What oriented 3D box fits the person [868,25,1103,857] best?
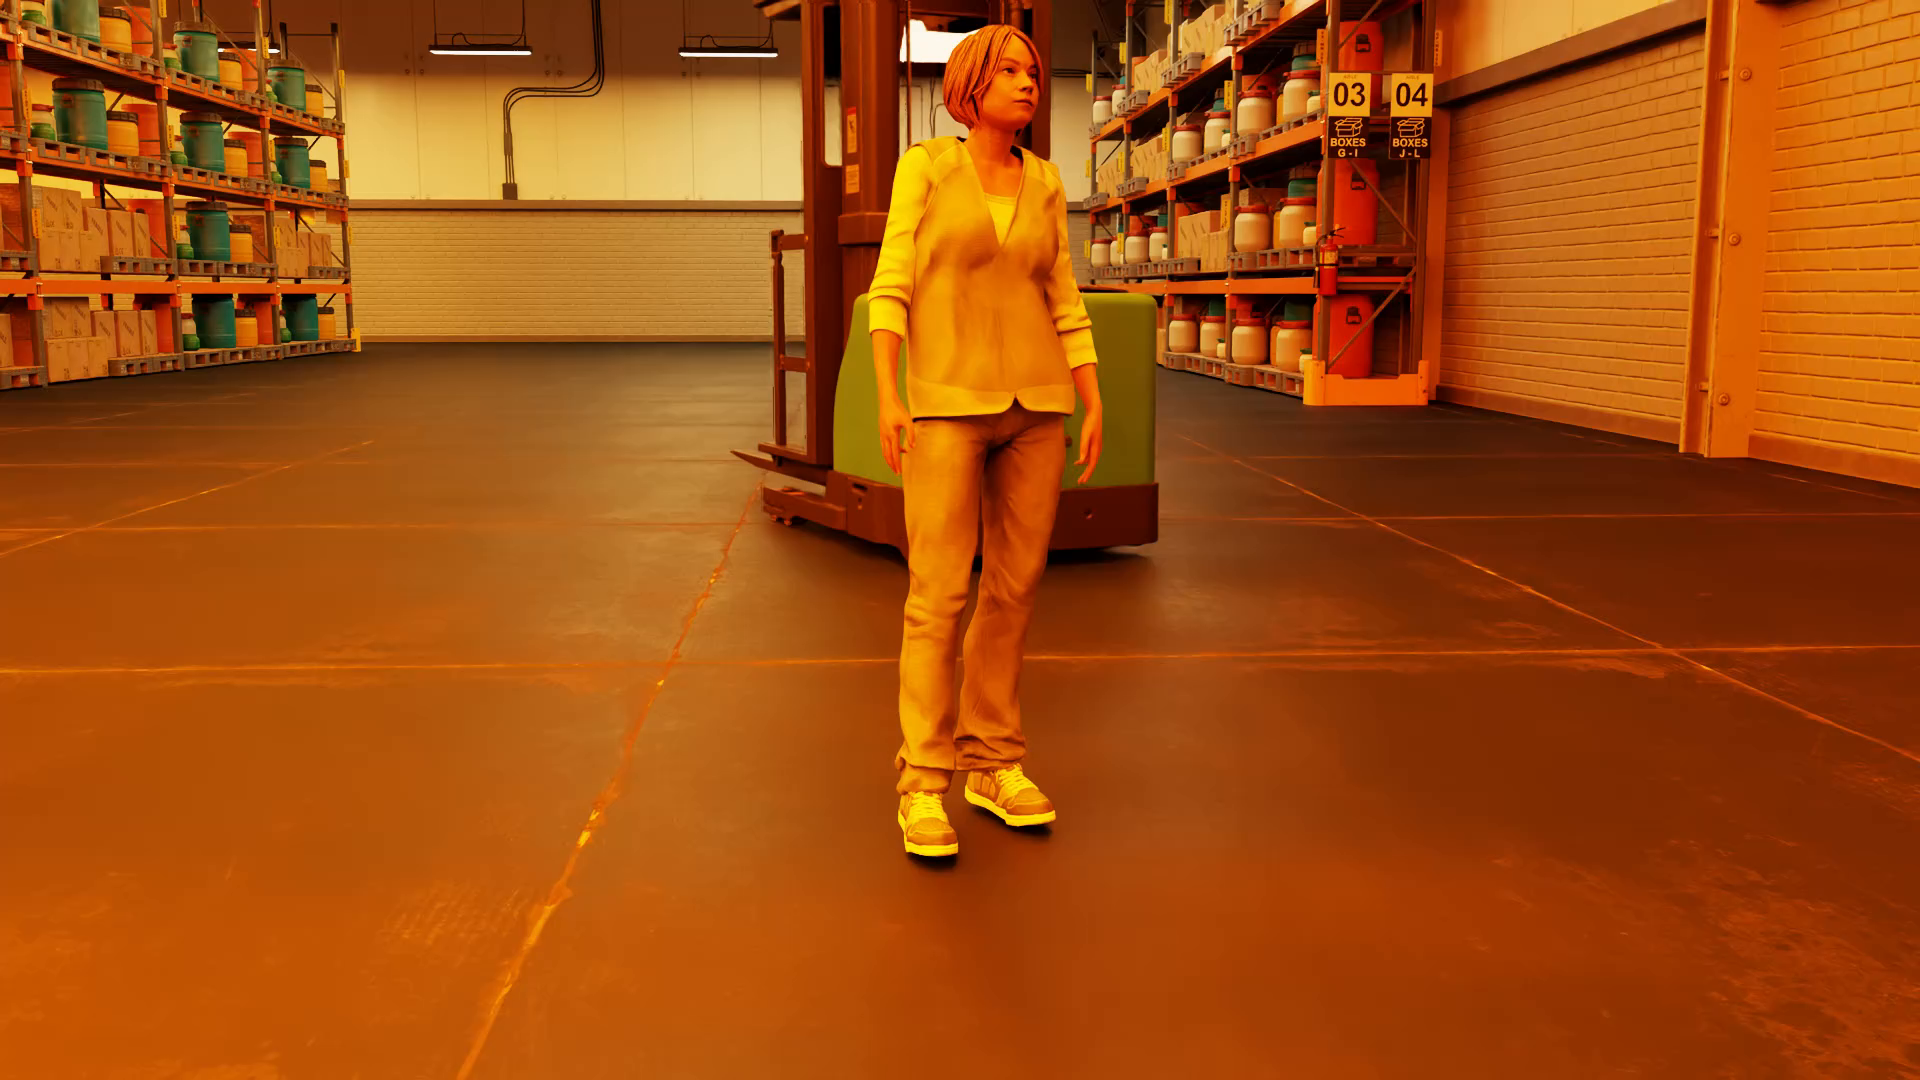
[{"bbox_3d":[0.076,-0.175,3.312,0.520,1.504,0.475,-4,9,-23],"label":"person"}]

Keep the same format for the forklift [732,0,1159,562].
[{"bbox_3d":[-0.285,-1.537,7.682,1.130,2.935,3.031,-4,9,-25],"label":"forklift"}]
